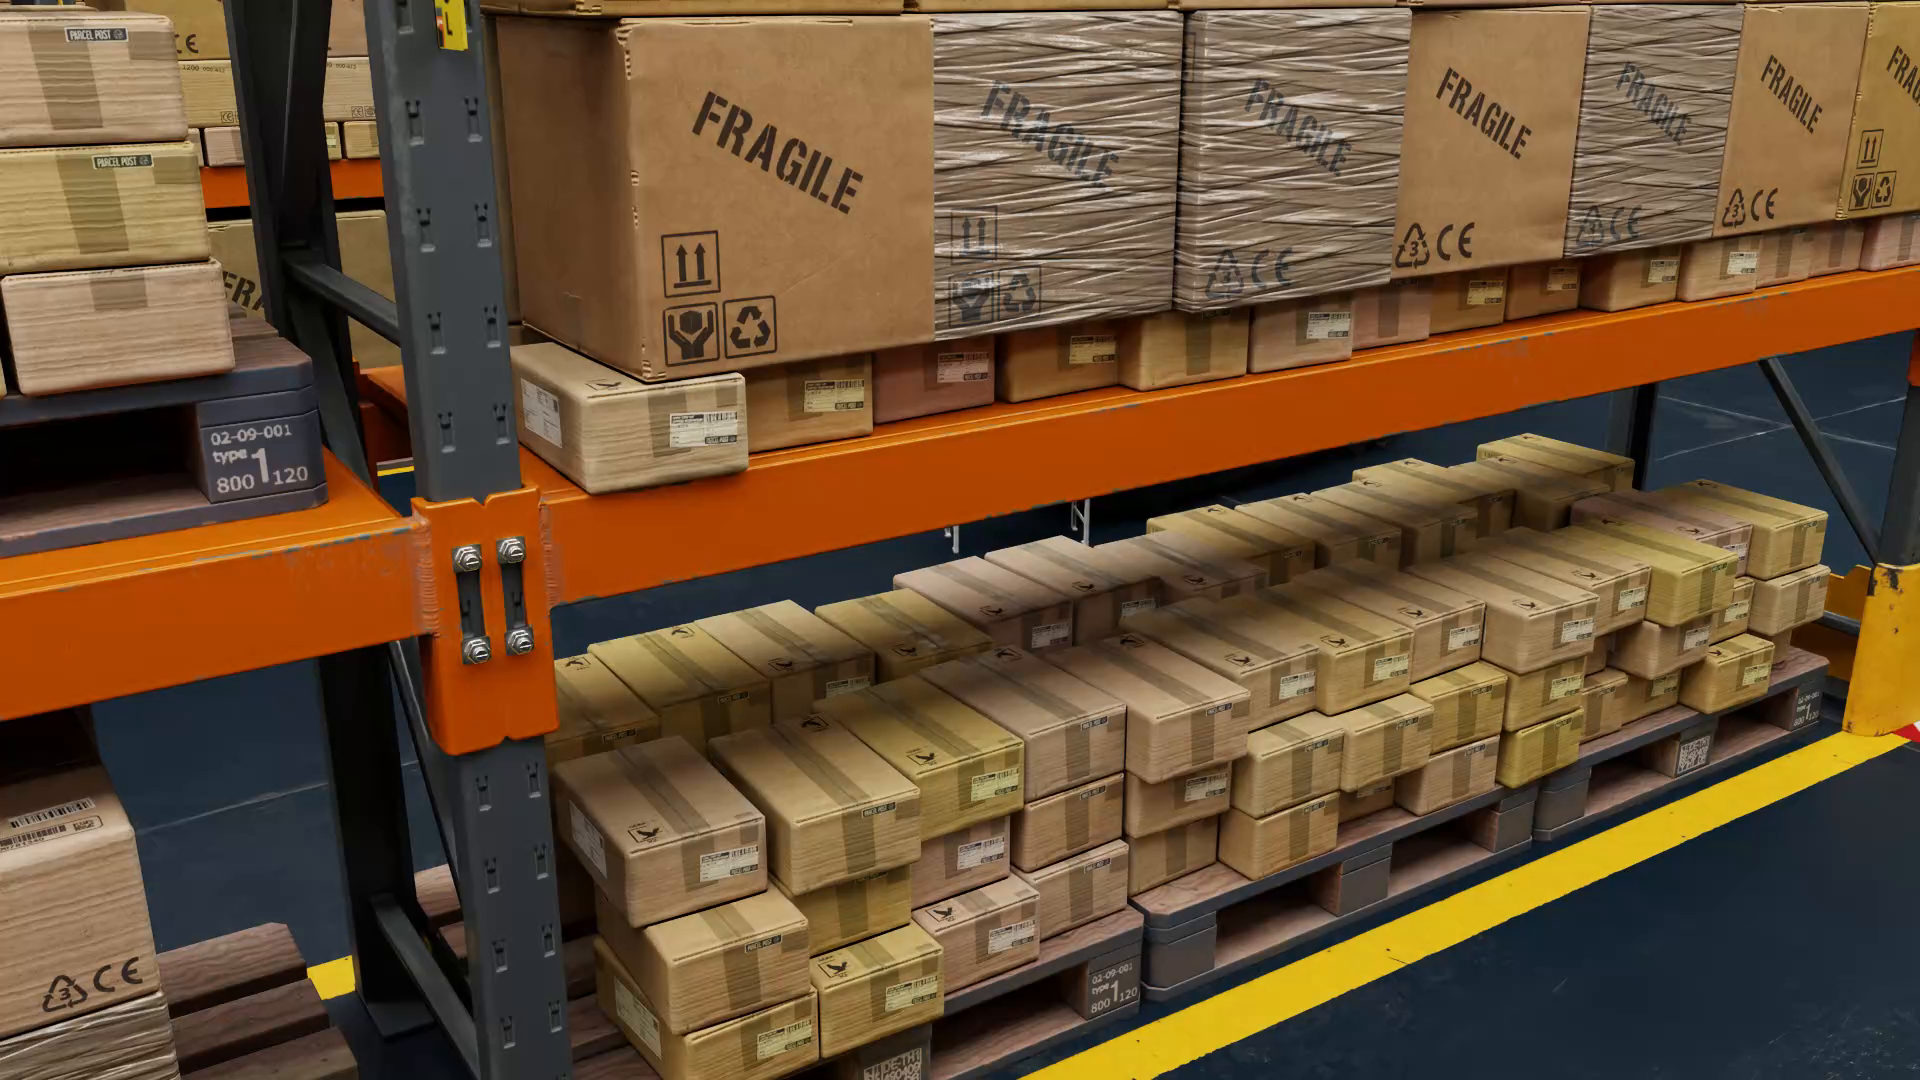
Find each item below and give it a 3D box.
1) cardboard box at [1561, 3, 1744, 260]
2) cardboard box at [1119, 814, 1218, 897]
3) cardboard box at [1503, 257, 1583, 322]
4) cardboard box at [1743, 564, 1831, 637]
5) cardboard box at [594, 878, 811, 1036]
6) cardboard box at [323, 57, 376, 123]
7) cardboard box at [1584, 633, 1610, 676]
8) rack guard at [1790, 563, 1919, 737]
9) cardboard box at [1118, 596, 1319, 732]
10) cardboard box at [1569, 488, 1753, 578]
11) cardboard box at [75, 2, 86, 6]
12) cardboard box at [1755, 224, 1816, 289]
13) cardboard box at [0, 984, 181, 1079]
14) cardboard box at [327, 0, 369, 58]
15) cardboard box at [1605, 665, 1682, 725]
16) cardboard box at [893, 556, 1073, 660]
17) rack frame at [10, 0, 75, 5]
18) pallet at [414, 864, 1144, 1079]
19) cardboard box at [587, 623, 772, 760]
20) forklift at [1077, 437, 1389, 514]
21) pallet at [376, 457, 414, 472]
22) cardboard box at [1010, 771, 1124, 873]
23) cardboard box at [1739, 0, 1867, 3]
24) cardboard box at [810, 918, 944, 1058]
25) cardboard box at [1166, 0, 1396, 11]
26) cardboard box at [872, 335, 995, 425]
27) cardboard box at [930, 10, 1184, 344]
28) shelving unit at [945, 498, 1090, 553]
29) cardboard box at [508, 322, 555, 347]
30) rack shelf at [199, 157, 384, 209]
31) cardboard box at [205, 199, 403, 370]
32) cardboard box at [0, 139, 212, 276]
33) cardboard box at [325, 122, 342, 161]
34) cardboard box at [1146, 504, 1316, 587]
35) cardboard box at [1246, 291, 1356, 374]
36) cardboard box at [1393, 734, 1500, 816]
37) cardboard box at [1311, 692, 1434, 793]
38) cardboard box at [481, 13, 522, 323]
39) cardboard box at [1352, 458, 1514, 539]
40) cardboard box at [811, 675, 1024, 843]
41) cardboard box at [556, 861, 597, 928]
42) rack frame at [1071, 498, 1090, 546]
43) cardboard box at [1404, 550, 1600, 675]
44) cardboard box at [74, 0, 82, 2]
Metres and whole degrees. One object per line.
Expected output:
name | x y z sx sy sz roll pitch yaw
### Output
cardboard box | 1.321 -0.924 3.673 0.500 0.500 0.500 -12 22 -31
cardboard box | 0.338 0.594 3.600 0.250 0.149 0.380 -13 23 -34
cardboard box | 1.165 -0.609 3.756 0.250 0.149 0.380 -13 23 -34
cardboard box | 2.122 0.115 4.551 0.250 0.149 0.380 -13 22 -33
cardboard box | -0.456 0.672 2.904 0.250 0.149 0.380 -11 21 -29
cardboard box | -2.623 -1.873 6.872 0.500 0.250 0.500 -12 22 -32
cardboard box | 1.408 0.227 4.220 0.250 0.149 0.380 -12 22 -32
rack guard | 2.343 0.133 5.071 0.348 0.500 1.175 -12 22 -31
cardboard box | 0.559 0.269 3.632 0.250 0.149 0.380 -13 23 -34
cardboard box | 1.862 -0.005 4.442 0.250 0.149 0.380 -11 22 -30
cardboard box | -8.022 -4.510 14.746 0.500 0.500 0.500 -11 22 -30
cardboard box | 1.860 -0.731 4.115 0.250 0.149 0.380 -12 22 -32
cardboard box | -1.414 0.823 2.374 0.500 0.500 0.500 -12 22 -32
cardboard box | -2.622 -2.230 6.757 0.500 0.500 0.500 -12 22 -31
cardboard box | 1.654 0.331 4.377 0.250 0.149 0.380 -12 22 -32
cardboard box | 0.050 0.179 3.899 0.250 0.149 0.380 -13 23 -34
rack frame | -3.578 -1.705 6.603 0.127 3.000 1.000 -12 22 -31
pallet | -0.393 0.833 3.451 1.213 0.211 1.003 -12 22 -31
cardboard box | -0.589 0.322 3.476 0.250 0.149 0.380 -12 22 -31
forklift | 1.329 -1.876 7.216 3.031 2.935 1.130 -17 25 -41
pallet | -2.900 -0.497 7.384 1.213 0.211 1.003 -12 22 -31
cardboard box | 0.117 0.504 3.400 0.250 0.149 0.380 -13 23 -34
cardboard box | 1.738 -1.490 3.787 0.500 0.500 0.500 -13 23 -33
cardboard box | -0.231 0.767 3.090 0.250 0.149 0.380 -11 22 -30
cardboard box | 0.439 -1.212 2.965 0.500 0.500 0.500 -11 22 -31
cardboard box | -0.149 -0.330 2.929 0.250 0.149 0.380 -13 23 -34
cardboard box | 0.027 -0.657 2.885 0.500 0.500 0.500 -12 22 -31
shelving unit | 0.211 -0.569 6.056 0.503 1.200 0.258 -3 19 -8
cardboard box | -0.825 -0.354 3.000 0.250 0.149 0.380 -12 22 -32
rack shelf | -1.908 -1.716 7.760 4.000 0.370 1.077 -12 22 -31
cardboard box | -2.983 -0.992 7.157 0.875 0.875 0.875 -12 22 -31
cardboard box | -1.158 -0.458 2.188 0.250 0.149 0.380 -11 22 -30
cardboard box | -2.709 -1.642 6.809 0.250 0.149 0.380 -11 22 -30
cardboard box | 0.693 0.044 4.299 0.250 0.149 0.380 -12 22 -31
cardboard box | 0.555 -0.448 3.280 0.250 0.149 0.380 -11 21 -29
cardboard box | 1.037 0.483 3.929 0.250 0.149 0.380 -11 22 -30
cardboard box | 0.825 0.398 3.715 0.250 0.149 0.380 -12 22 -31
cardboard box | -0.686 -0.709 3.038 0.500 0.500 0.500 -12 22 -31
cardboard box | 1.337 -0.103 4.731 0.250 0.149 0.380 -12 22 -32
cardboard box | -0.086 0.414 3.203 0.250 0.149 0.380 -12 22 -32
cardboard box | -0.794 0.631 3.489 0.250 0.149 0.380 -12 22 -31
rack frame | 0.453 -0.581 6.091 0.015 1.200 0.240 -3 19 -8
cardboard box | 1.271 0.166 3.938 0.250 0.149 0.380 -11 22 -29
cardboard box | -8.044 -4.975 14.559 0.500 0.500 0.500 -13 22 -33
